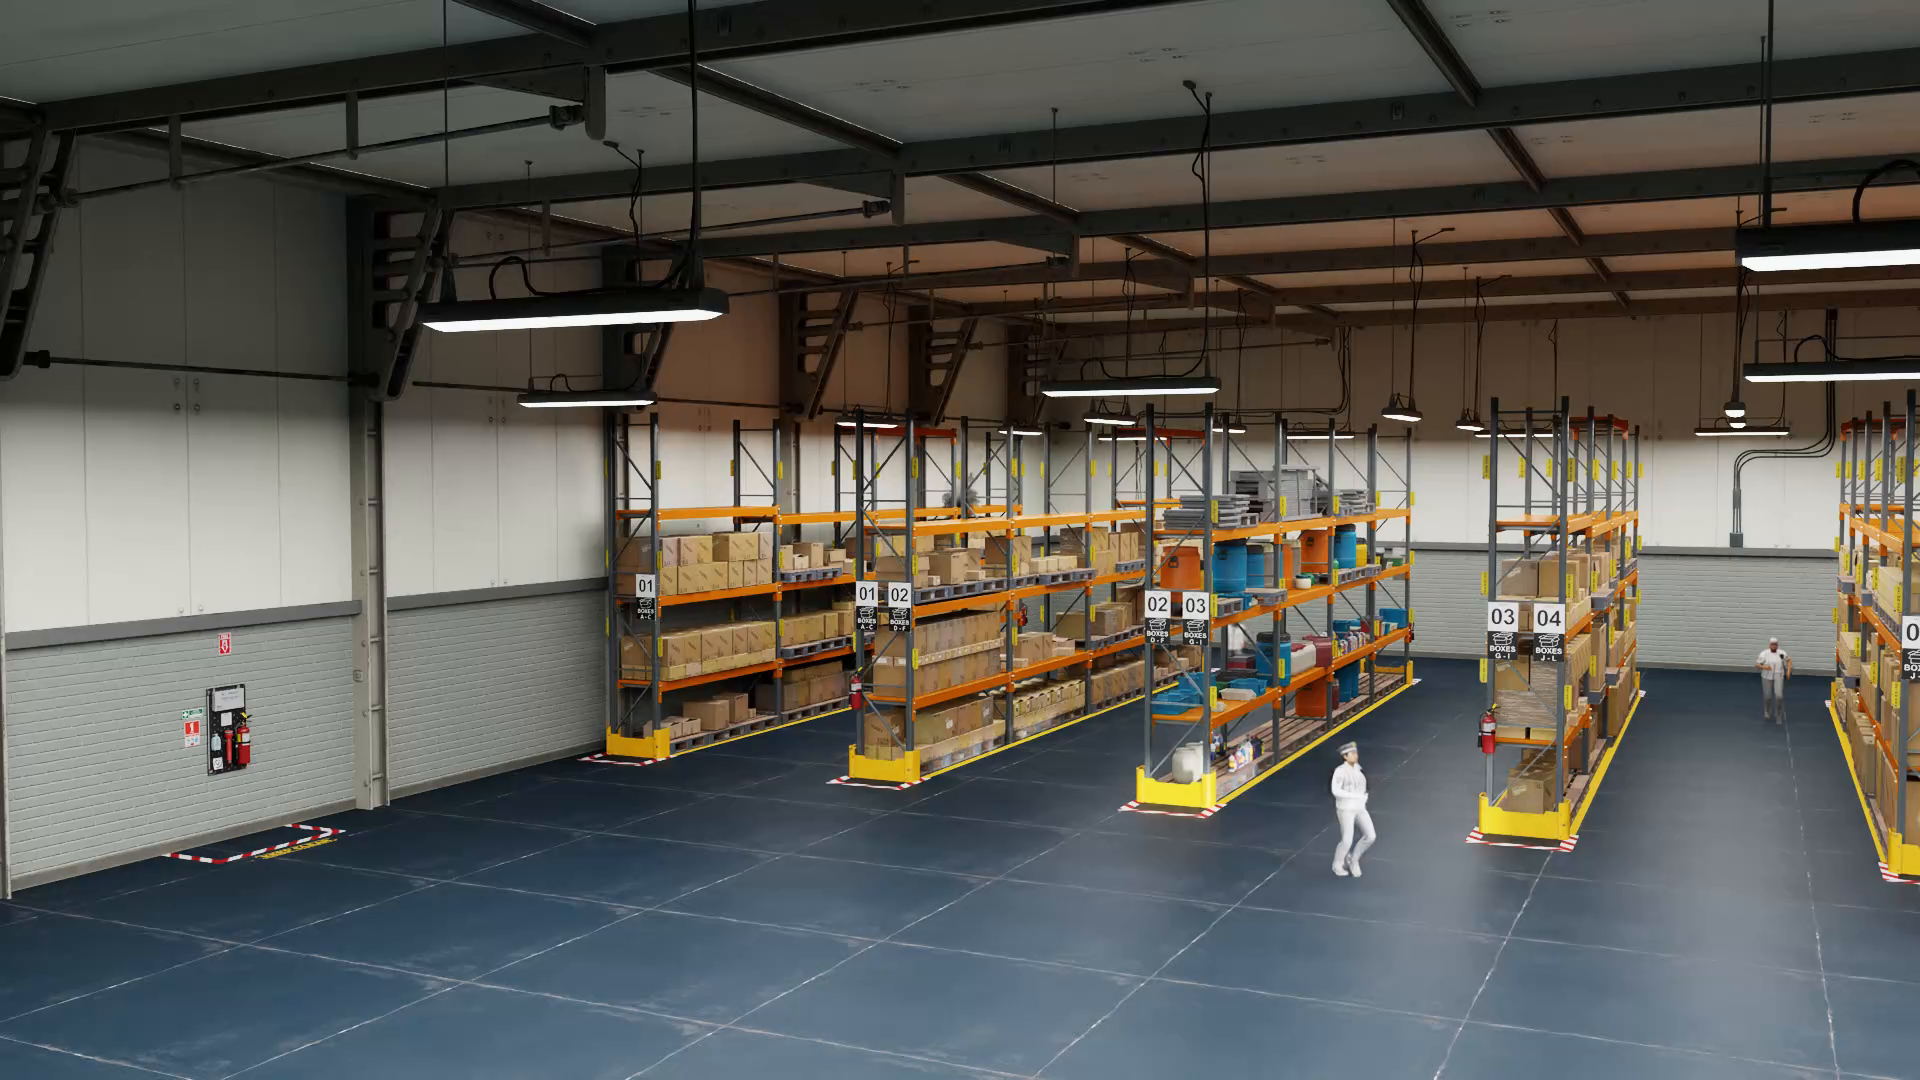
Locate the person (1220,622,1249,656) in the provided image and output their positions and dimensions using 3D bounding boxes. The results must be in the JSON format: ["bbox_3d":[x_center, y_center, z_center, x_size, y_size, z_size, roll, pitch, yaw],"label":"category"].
[{"bbox_3d":[6.255,2.520,37.987,0.639,1.825,0.734,1,3,17],"label":"person"}]

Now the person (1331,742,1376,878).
[{"bbox_3d":[4.787,3.299,20.311,0.662,1.679,0.597,-2,3,-36],"label":"person"}]

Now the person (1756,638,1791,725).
[{"bbox_3d":[16.097,2.799,32.910,0.617,1.742,0.759,1,3,25],"label":"person"}]
